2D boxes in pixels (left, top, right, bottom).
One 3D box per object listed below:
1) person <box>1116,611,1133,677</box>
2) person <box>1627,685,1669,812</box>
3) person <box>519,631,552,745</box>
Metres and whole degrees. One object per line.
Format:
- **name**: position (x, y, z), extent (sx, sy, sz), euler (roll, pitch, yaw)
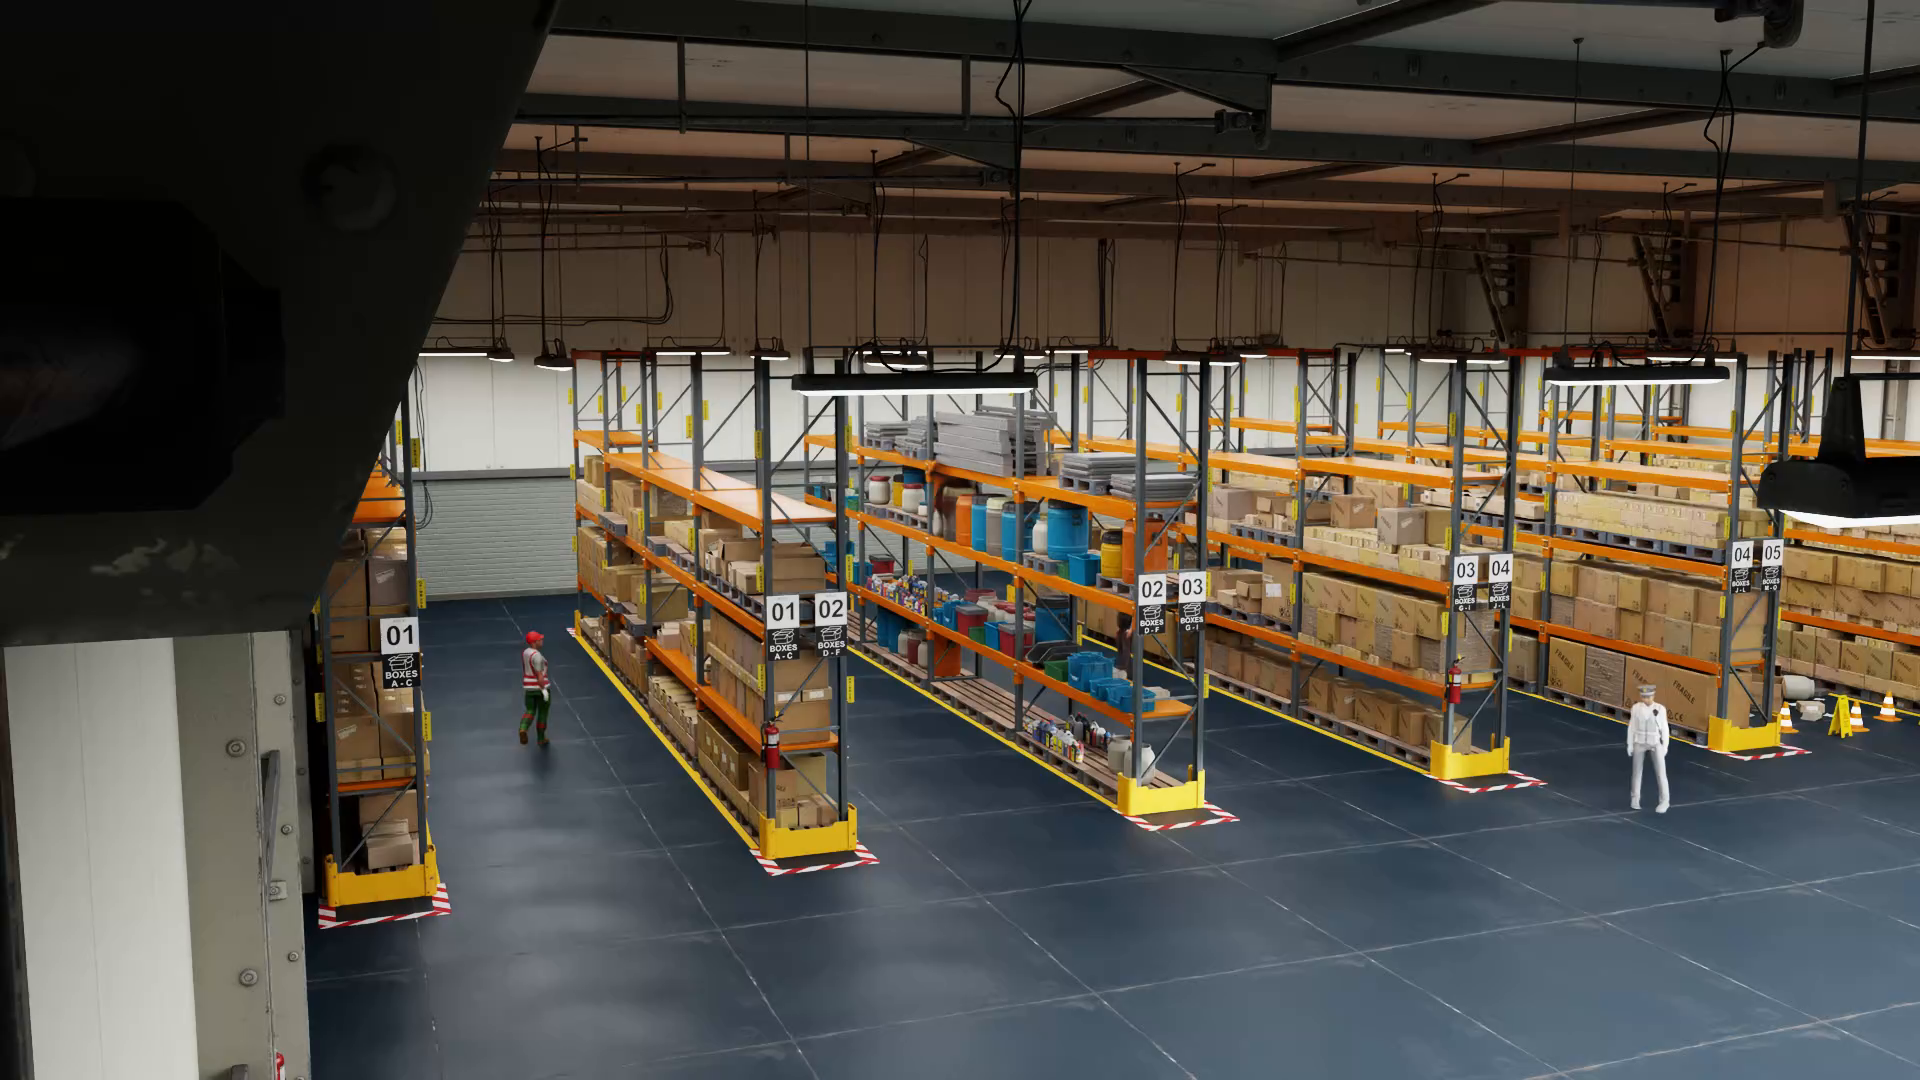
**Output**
- **person**: position (3.080, 1.697, 30.732), extent (0.557, 1.728, 0.610), euler (-2, 7, -15)
- **person**: position (9.186, 2.753, 22.169), extent (0.568, 1.669, 0.372), euler (4, 8, 29)
- **person**: position (-6.522, 2.279, 25.443), extent (0.508, 1.781, 0.668), euler (2, 7, 16)
